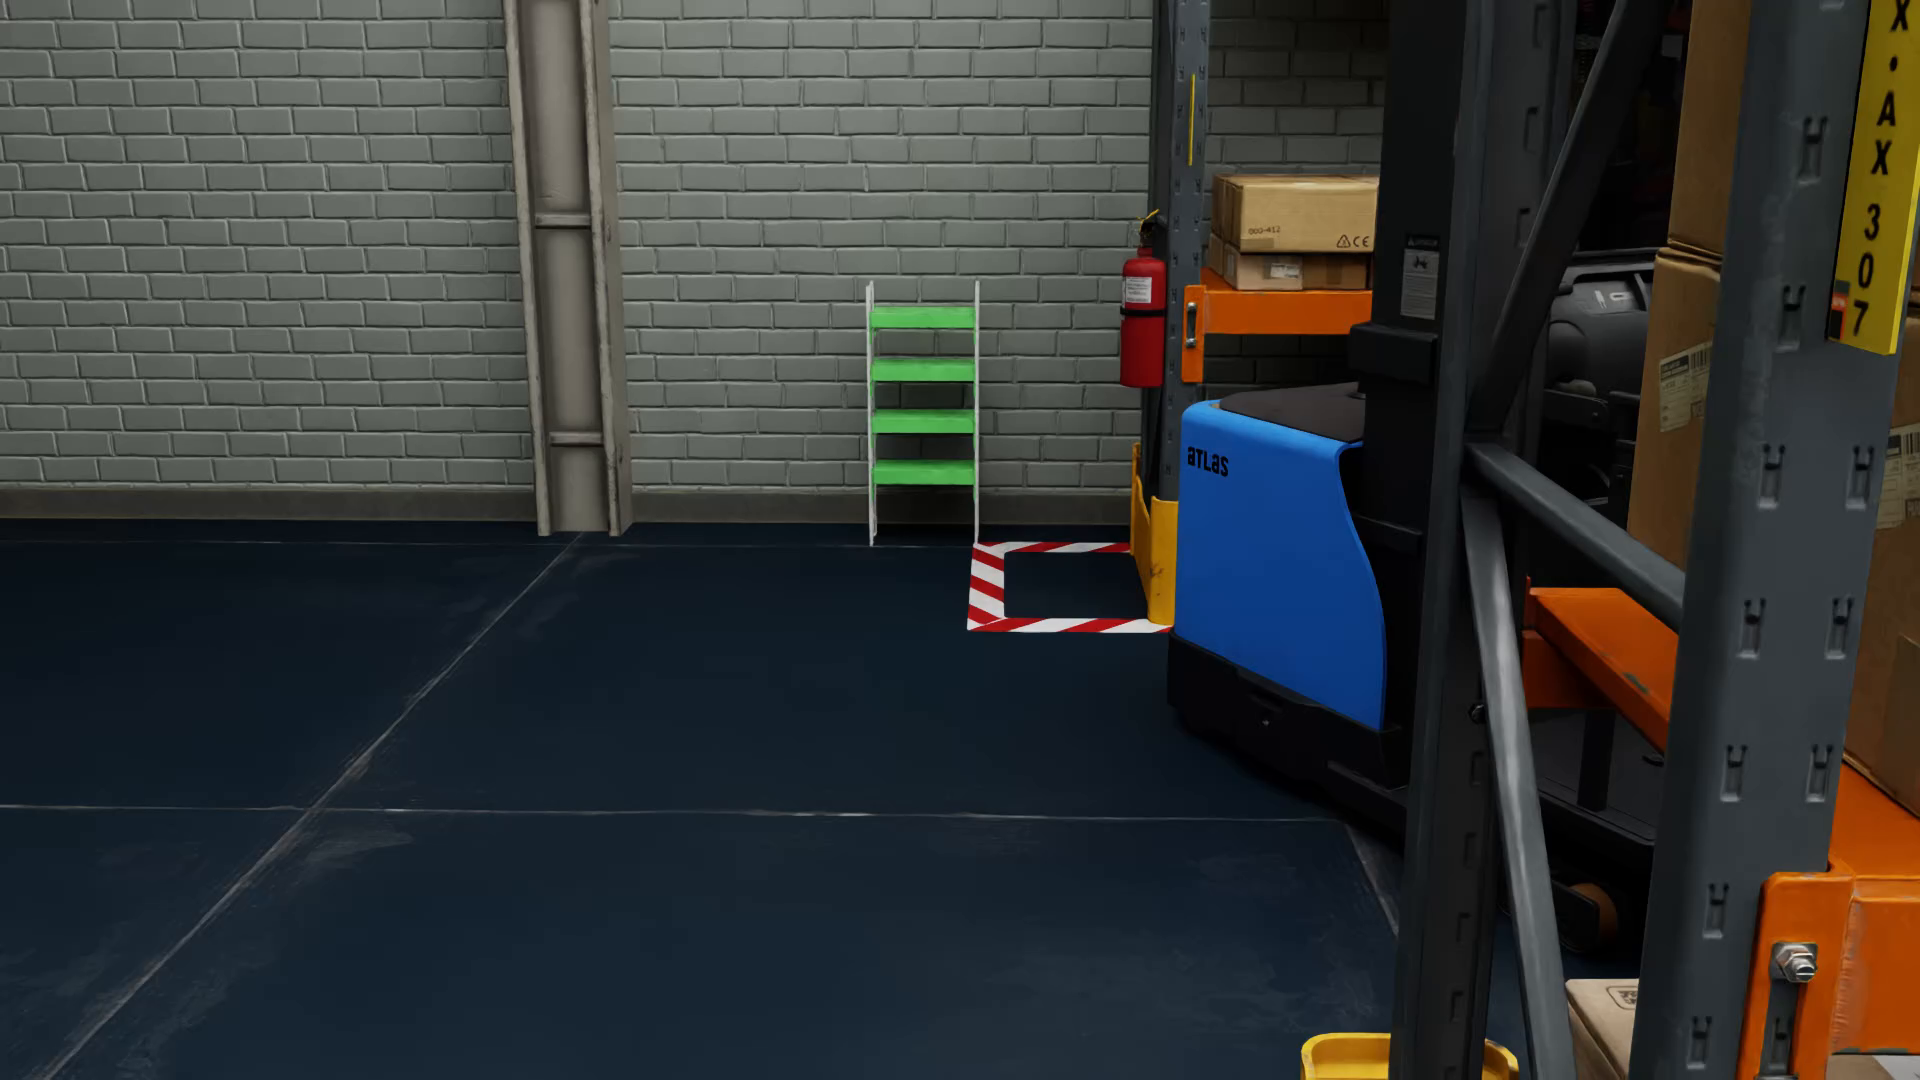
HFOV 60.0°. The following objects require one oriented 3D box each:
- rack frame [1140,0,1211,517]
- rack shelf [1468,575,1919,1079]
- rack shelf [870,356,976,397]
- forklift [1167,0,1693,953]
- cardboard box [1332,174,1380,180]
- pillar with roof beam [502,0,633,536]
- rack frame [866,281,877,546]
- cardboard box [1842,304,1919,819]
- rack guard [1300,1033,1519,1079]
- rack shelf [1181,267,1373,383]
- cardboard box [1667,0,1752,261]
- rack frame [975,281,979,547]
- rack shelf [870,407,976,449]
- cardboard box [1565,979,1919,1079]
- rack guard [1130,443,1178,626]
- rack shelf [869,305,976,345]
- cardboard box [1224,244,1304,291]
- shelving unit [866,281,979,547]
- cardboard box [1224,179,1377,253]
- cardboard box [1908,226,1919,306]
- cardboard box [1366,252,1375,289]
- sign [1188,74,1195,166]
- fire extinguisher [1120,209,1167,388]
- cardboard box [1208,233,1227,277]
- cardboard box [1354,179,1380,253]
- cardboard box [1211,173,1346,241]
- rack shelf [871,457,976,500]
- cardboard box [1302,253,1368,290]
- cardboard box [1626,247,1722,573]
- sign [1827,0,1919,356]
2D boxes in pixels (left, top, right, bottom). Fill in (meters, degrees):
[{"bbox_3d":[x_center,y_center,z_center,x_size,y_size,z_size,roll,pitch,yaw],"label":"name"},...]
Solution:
[{"bbox_3d":[0.862,-1.262,6.742,0.127,3.000,1.000,0,15,1],"label":"rack frame"},{"bbox_3d":[2.739,0.365,1.987,4.000,0.370,1.077,0,15,1],"label":"rack shelf"},{"bbox_3d":[-0.166,-0.752,7.646,0.480,0.148,0.258,0,15,1],"label":"rack shelf"},{"bbox_3d":[1.826,-0.545,4.161,1.130,2.935,3.031,-8,17,-27],"label":"forklift"},{"bbox_3d":[1.844,-1.394,6.955,0.500,0.250,0.500,0,15,2],"label":"cardboard box"},{"bbox_3d":[-1.920,-3.312,2.754,0.400,9.000,9.100,0,15,1],"label":"pillar with roof beam"},{"bbox_3d":[-0.410,-0.583,7.697,0.015,1.200,0.240,0,15,1],"label":"rack frame"},{"bbox_3d":[1.212,0.032,1.642,0.500,0.500,0.500,0,15,1],"label":"cardboard box"},{"bbox_3d":[0.715,1.213,2.264,0.348,0.500,1.175,0,15,1],"label":"rack guard"},{"bbox_3d":[2.862,-0.901,6.785,4.000,0.370,1.077,0,15,1],"label":"rack shelf"},{"bbox_3d":[1.227,-0.585,2.022,0.500,0.500,0.500,1,15,3],"label":"cardboard box"},{"bbox_3d":[0.078,-0.580,7.685,0.015,1.200,0.240,0,15,1],"label":"rack frame"},{"bbox_3d":[-0.166,-0.519,7.707,0.480,0.148,0.258,0,15,1],"label":"rack shelf"},{"bbox_3d":[1.402,1.019,2.298,0.875,0.438,0.875,0,15,0],"label":"cardboard box"},{"bbox_3d":[0.938,-0.053,7.059,0.348,0.500,1.175,0,15,1],"label":"rack guard"},{"bbox_3d":[-0.166,-0.984,7.585,0.480,0.148,0.258,0,15,1],"label":"rack shelf"},{"bbox_3d":[1.184,-1.068,6.501,0.250,0.149,0.380,0,15,1],"label":"cardboard box"},{"bbox_3d":[-0.166,-0.581,7.691,0.503,1.200,0.258,0,15,1],"label":"shelving unit"},{"bbox_3d":[1.309,-1.261,6.452,0.500,0.250,0.500,0,15,2],"label":"cardboard box"},{"bbox_3d":[1.212,-0.452,1.517,0.500,0.500,0.500,0,15,0],"label":"cardboard box"},{"bbox_3d":[1.703,-1.085,6.567,0.250,0.149,0.380,0,15,1],"label":"cardboard box"},{"bbox_3d":[0.849,-1.542,6.107,0.005,0.325,0.100,0,15,1],"label":"sign"},{"bbox_3d":[0.703,-0.927,6.357,0.183,0.674,0.296,0,15,1],"label":"fire extinguisher"},{"bbox_3d":[1.200,-1.207,7.026,0.250,0.149,0.380,0,15,1],"label":"cardboard box"},{"bbox_3d":[1.813,-1.258,6.440,0.500,0.250,0.500,1,15,2],"label":"cardboard box"},{"bbox_3d":[1.329,-1.398,6.969,0.500,0.250,0.500,1,15,3],"label":"cardboard box"},{"bbox_3d":[-0.166,-0.287,7.769,0.480,0.148,0.258,0,15,1],"label":"rack shelf"},{"bbox_3d":[1.439,-1.078,6.540,0.250,0.149,0.380,1,15,3],"label":"cardboard box"},{"bbox_3d":[1.228,-0.109,2.176,0.500,0.500,0.500,0,15,2],"label":"cardboard box"},{"bbox_3d":[0.719,-0.311,1.288,0.005,0.325,0.100,0,15,1],"label":"sign"}]
